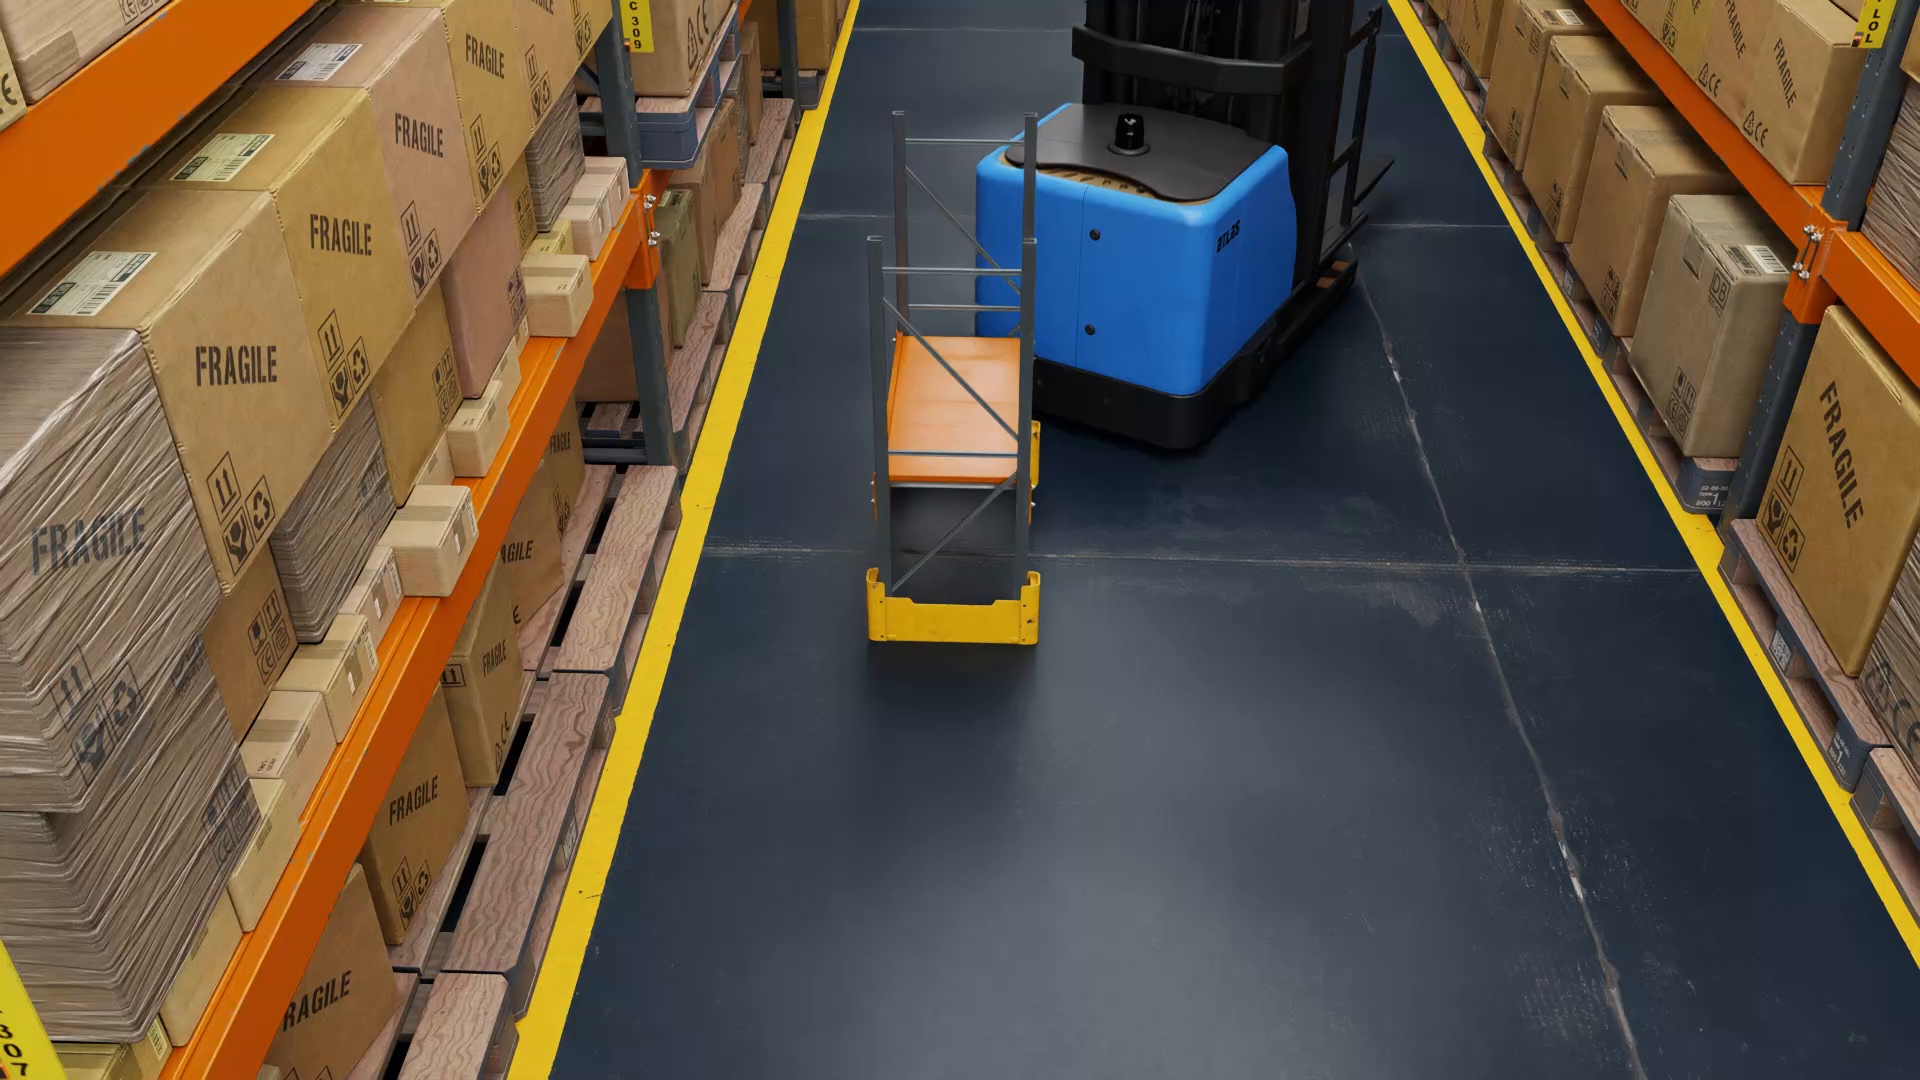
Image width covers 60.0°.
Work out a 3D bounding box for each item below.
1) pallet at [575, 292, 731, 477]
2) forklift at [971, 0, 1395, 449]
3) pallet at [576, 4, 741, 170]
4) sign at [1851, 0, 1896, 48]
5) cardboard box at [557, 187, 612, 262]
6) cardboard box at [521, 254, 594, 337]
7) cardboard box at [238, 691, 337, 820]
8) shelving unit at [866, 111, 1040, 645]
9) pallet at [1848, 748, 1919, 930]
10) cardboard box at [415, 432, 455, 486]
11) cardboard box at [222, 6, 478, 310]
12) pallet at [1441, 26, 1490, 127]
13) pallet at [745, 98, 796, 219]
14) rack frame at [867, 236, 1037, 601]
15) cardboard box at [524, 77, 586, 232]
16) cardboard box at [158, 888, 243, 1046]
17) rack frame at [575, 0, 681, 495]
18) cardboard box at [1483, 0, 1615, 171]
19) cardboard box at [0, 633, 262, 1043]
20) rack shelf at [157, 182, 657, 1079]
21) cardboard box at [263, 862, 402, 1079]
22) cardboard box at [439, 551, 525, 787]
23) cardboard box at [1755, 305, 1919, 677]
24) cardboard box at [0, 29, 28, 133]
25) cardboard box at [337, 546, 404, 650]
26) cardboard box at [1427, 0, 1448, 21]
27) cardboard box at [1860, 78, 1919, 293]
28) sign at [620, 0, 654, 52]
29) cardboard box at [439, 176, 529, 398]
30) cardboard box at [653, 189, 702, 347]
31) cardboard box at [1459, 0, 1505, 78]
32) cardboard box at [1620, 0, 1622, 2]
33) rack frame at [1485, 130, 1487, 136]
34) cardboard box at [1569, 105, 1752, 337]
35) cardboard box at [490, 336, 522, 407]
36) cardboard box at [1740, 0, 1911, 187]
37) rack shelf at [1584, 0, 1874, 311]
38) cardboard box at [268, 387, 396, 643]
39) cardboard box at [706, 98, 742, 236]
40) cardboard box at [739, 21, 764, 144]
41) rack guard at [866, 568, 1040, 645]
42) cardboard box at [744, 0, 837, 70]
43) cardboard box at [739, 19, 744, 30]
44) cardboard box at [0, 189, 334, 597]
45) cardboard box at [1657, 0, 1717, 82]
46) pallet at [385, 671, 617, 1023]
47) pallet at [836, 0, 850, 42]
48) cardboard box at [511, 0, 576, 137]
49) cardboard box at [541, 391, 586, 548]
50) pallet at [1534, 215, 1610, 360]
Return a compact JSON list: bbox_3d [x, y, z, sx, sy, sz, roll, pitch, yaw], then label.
[{"bbox_3d":[-1.565,-0.692,7.052,1.003,0.211,1.213,1,35,2],"label":"pallet"},{"bbox_3d":[1.227,-2.383,7.092,1.130,2.935,3.031,19,39,24],"label":"forklift"},{"bbox_3d":[-1.419,-1.743,6.288,1.003,0.211,1.213,1,35,2],"label":"pallet"},{"bbox_3d":[2.815,-1.662,5.067,0.100,0.325,0.005,1,35,2],"label":"sign"},{"bbox_3d":[-1.329,-1.009,5.296,0.380,0.149,0.250,1,35,2],"label":"cardboard box"},{"bbox_3d":[-1.298,-0.721,4.886,0.380,0.149,0.250,1,35,2],"label":"cardboard box"},{"bbox_3d":[-1.462,0.426,3.253,0.380,0.149,0.250,1,35,2],"label":"cardboard box"},{"bbox_3d":[-0.003,-0.570,5.756,0.587,1.500,1.083,1,35,2],"label":"shelving unit"},{"bbox_3d":[3.202,1.065,4.550,1.003,0.211,1.213,1,35,2],"label":"pallet"},{"bbox_3d":[-1.471,-0.149,4.072,0.380,0.149,0.250,1,35,2],"label":"cardboard box"},{"bbox_3d":[-1.401,-0.831,3.608,0.500,0.500,0.500,1,35,2],"label":"cardboard box"},{"bbox_3d":[3.551,-2.819,10.078,1.003,0.211,1.213,1,35,2],"label":"pallet"},{"bbox_3d":[-1.467,-2.094,9.046,1.003,0.211,1.213,1,35,2],"label":"pallet"},{"bbox_3d":[-0.024,-0.273,5.333,0.500,1.500,0.032,1,35,2],"label":"rack frame"},{"bbox_3d":[-1.675,-1.291,5.133,0.875,0.500,0.500,1,35,2],"label":"cardboard box"},{"bbox_3d":[-1.477,0.714,2.844,0.380,0.149,0.250,1,35,2],"label":"cardboard box"},{"bbox_3d":[-1.595,-1.386,5.613,1.000,3.000,0.127,1,35,2],"label":"rack frame"},{"bbox_3d":[3.403,-2.415,8.669,1.050,0.750,0.750,1,35,1],"label":"cardboard box"},{"bbox_3d":[-1.706,0.434,2.678,0.875,0.500,0.500,1,35,2],"label":"cardboard box"},{"bbox_3d":[-1.675,0.057,4.185,1.077,0.370,4.000,1,35,2],"label":"rack shelf"},{"bbox_3d":[-1.724,1.060,3.941,0.500,0.500,0.500,10,36,14],"label":"cardboard box"},{"bbox_3d":[-1.613,0.382,4.907,0.500,0.500,0.500,-2,35,-2],"label":"cardboard box"},{"bbox_3d":[3.262,-0.156,5.346,0.875,0.875,0.875,2,35,3],"label":"cardboard box"},{"bbox_3d":[-1.478,-0.524,1.909,0.500,0.250,0.500,2,35,3],"label":"cardboard box"},{"bbox_3d":[-1.462,0.138,3.663,0.380,0.149,0.250,1,35,2],"label":"cardboard box"},{"bbox_3d":[3.313,-3.647,10.639,0.500,0.500,0.500,0,35,0],"label":"cardboard box"},{"bbox_3d":[3.354,-1.062,5.023,0.875,0.550,0.550,1,35,2],"label":"cardboard box"},{"bbox_3d":[-1.052,-1.732,5.353,0.100,0.325,0.005,1,35,2],"label":"sign"},{"bbox_3d":[-1.649,-0.715,4.313,0.875,0.500,0.500,1,35,2],"label":"cardboard box"},{"bbox_3d":[-1.511,-1.169,7.096,0.700,0.500,0.500,1,35,2],"label":"cardboard box"},{"bbox_3d":[3.283,-3.045,9.782,0.500,0.500,0.500,1,35,2],"label":"cardboard box"},{"bbox_3d":[3.192,-2.719,7.423,0.500,0.500,0.500,1,35,2],"label":"cardboard box"},{"bbox_3d":[3.518,-3.511,8.638,1.000,3.000,0.127,1,35,2],"label":"rack frame"},{"bbox_3d":[3.335,-1.378,7.193,1.050,0.750,0.750,1,35,2],"label":"cardboard box"},{"bbox_3d":[-1.409,-0.436,4.480,0.380,0.149,0.250,1,35,2],"label":"cardboard box"},{"bbox_3d":[3.111,-1.560,5.774,0.500,0.500,0.500,1,35,2],"label":"cardboard box"},{"bbox_3d":[3.437,-2.068,7.209,1.077,0.370,4.000,1,35,2],"label":"rack shelf"},{"bbox_3d":[-1.743,-0.142,3.498,0.875,0.500,0.500,1,35,2],"label":"cardboard box"},{"bbox_3d":[-1.466,-1.811,8.010,0.700,0.500,0.500,4,35,6],"label":"cardboard box"},{"bbox_3d":[-1.441,-2.456,8.927,0.700,0.500,0.500,0,35,-1],"label":"cardboard box"},{"bbox_3d":[-0.023,0.228,5.709,0.587,0.250,0.087,1,35,2],"label":"rack guard"},{"bbox_3d":[-1.386,-3.383,9.937,1.225,0.875,0.875,0,35,0],"label":"cardboard box"},{"bbox_3d":[-1.431,-2.763,8.711,0.500,0.250,0.500,3,35,4],"label":"cardboard box"},{"bbox_3d":[-1.434,-0.256,2.791,0.500,0.500,0.500,1,35,2],"label":"cardboard box"},{"bbox_3d":[3.151,-2.141,6.600,0.500,0.500,0.500,2,35,2],"label":"cardboard box"},{"bbox_3d":[-1.633,0.844,4.865,1.003,0.211,1.213,1,35,2],"label":"pallet"},{"bbox_3d":[-1.275,-3.693,11.322,1.003,0.211,1.213,1,35,2],"label":"pallet"},{"bbox_3d":[-1.357,-1.405,4.426,0.500,0.500,0.500,1,35,2],"label":"cardboard box"},{"bbox_3d":[-1.651,-0.306,5.886,0.500,0.500,0.500,0,35,0],"label":"cardboard box"},{"bbox_3d":[3.359,-1.220,7.803,1.003,0.211,1.213,1,35,2],"label":"pallet"}]
